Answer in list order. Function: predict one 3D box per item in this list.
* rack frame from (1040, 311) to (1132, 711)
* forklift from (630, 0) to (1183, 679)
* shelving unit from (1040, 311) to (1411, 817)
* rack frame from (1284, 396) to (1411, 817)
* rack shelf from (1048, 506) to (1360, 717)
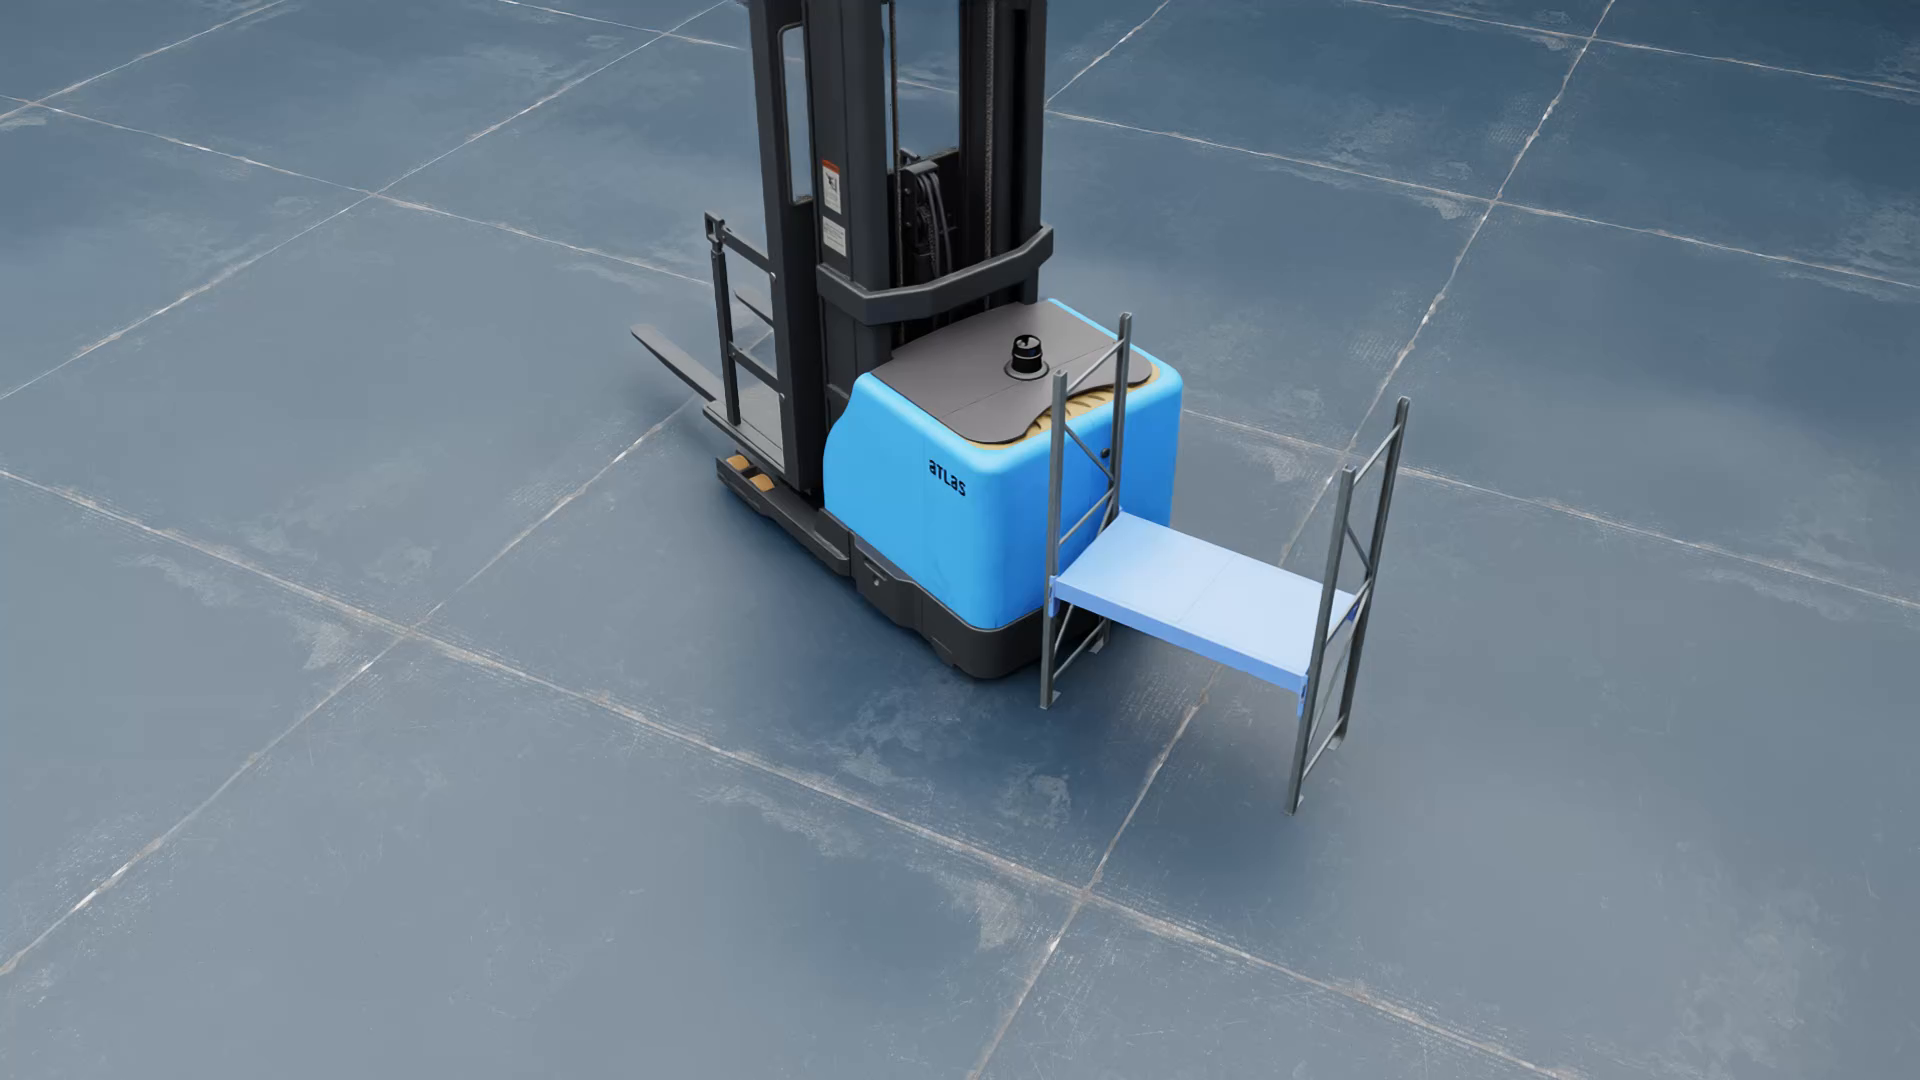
[{"bbox_3d":[0.455,-0.073,6.105,0.032,1.500,0.500,21,42,26],"label":"rack frame"},{"bbox_3d":[-0.443,-1.461,6.750,1.130,2.935,3.031,-26,44,-30],"label":"forklift"},{"bbox_3d":[0.882,0.094,5.885,1.048,1.500,0.538,21,42,26],"label":"shelving unit"},{"bbox_3d":[1.309,0.261,5.666,0.032,1.500,0.500,21,42,26],"label":"rack frame"},{"bbox_3d":[0.882,0.238,5.994,1.000,0.185,0.538,21,42,26],"label":"rack shelf"}]
